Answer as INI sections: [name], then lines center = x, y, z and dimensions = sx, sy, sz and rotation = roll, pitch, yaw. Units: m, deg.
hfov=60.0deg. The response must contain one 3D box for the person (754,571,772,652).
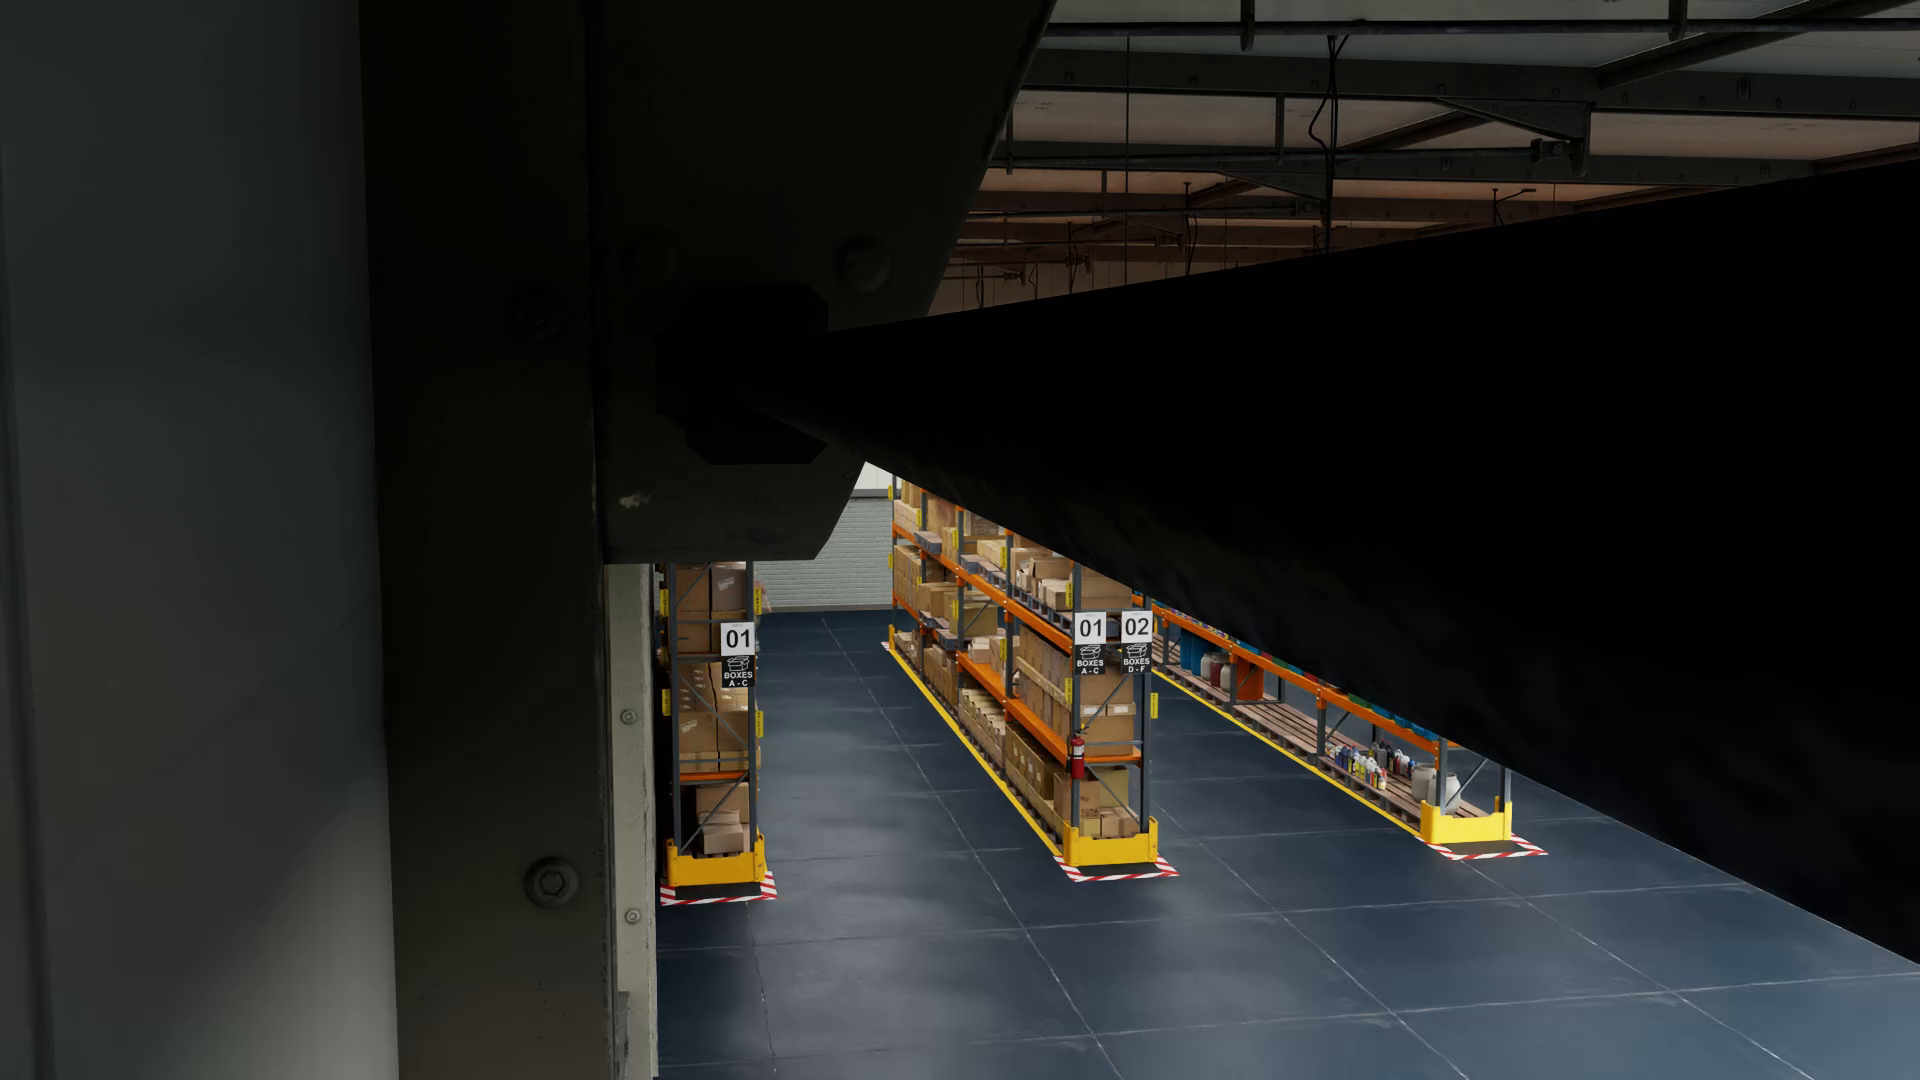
[person]
center = -4.485, 1.529, 36.531
dimensions = 0.593, 1.693, 0.997
rotation = -4, 7, -33
